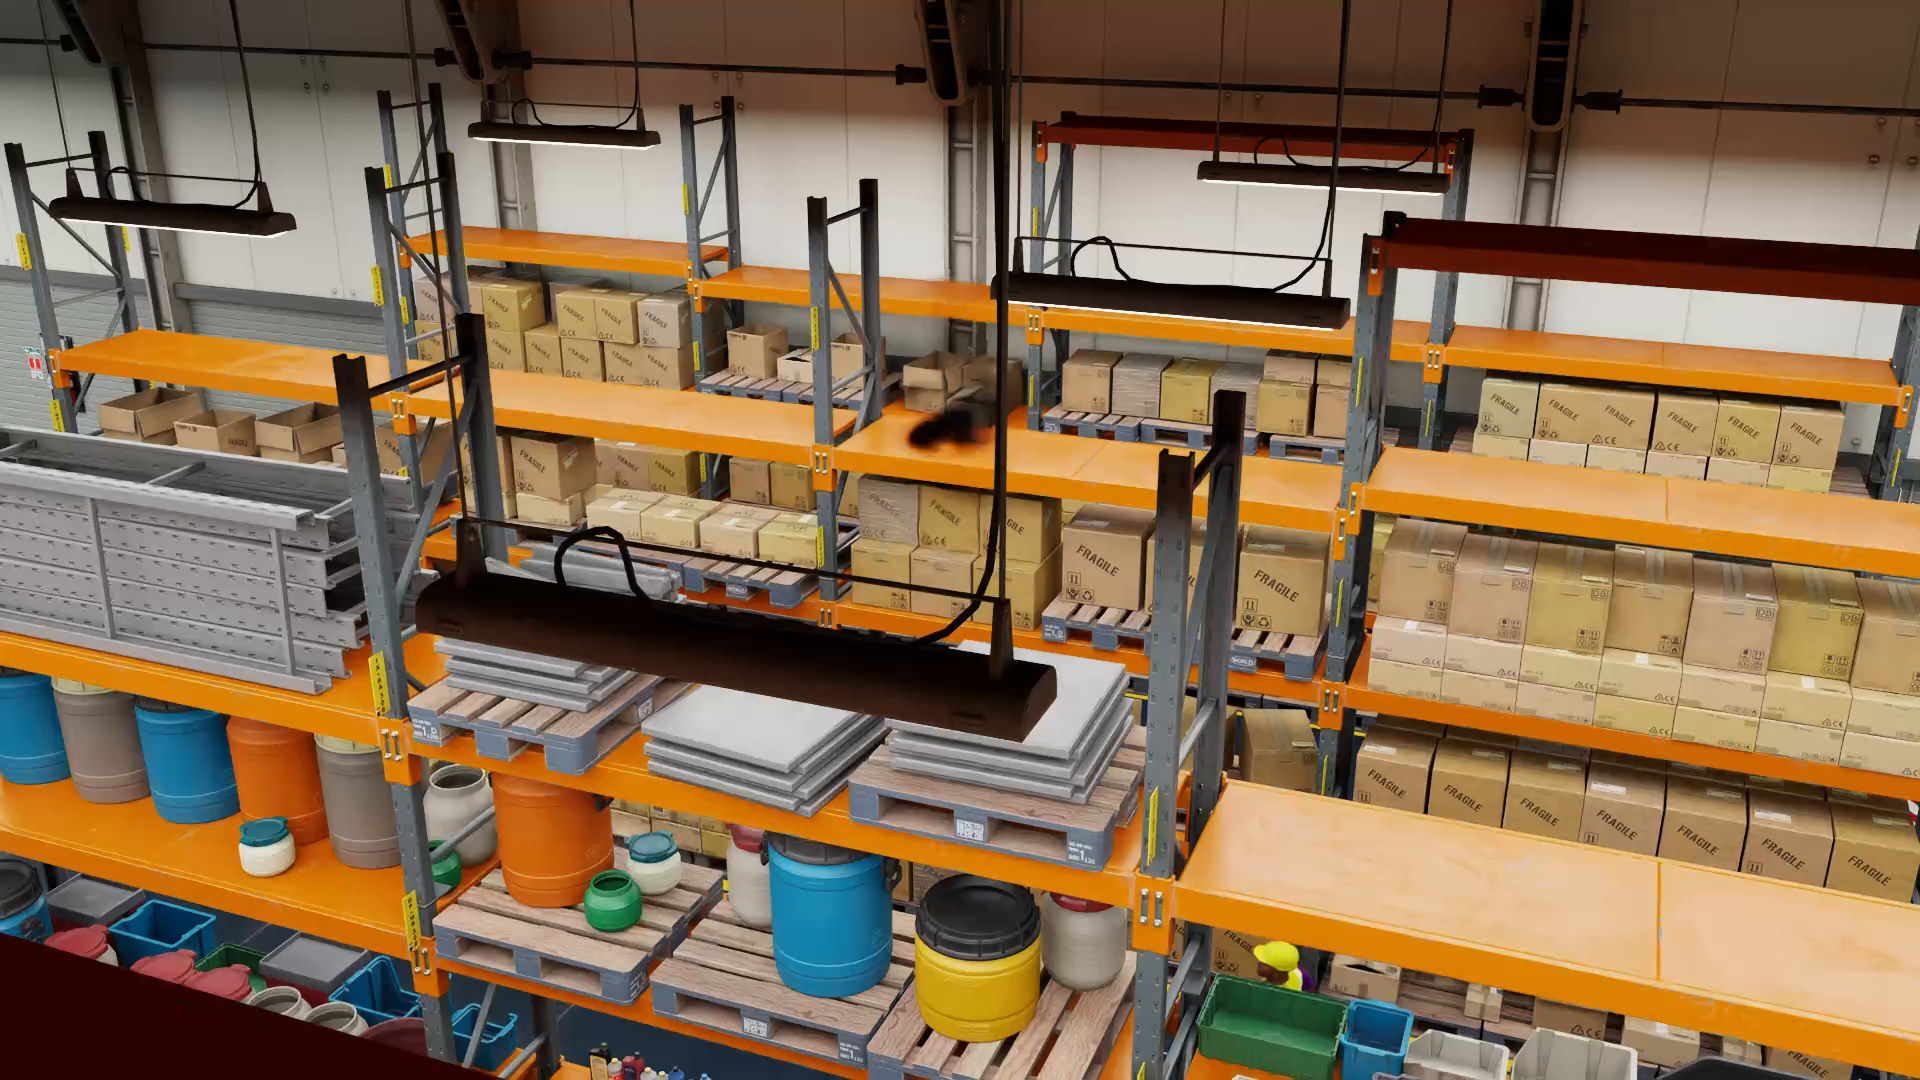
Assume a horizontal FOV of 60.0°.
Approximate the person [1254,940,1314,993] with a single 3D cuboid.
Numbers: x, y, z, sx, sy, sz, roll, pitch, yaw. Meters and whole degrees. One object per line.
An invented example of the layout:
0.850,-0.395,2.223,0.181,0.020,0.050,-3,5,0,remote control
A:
2.071,3.408,10.987,0.933,1.769,0.699,5,21,12,person
